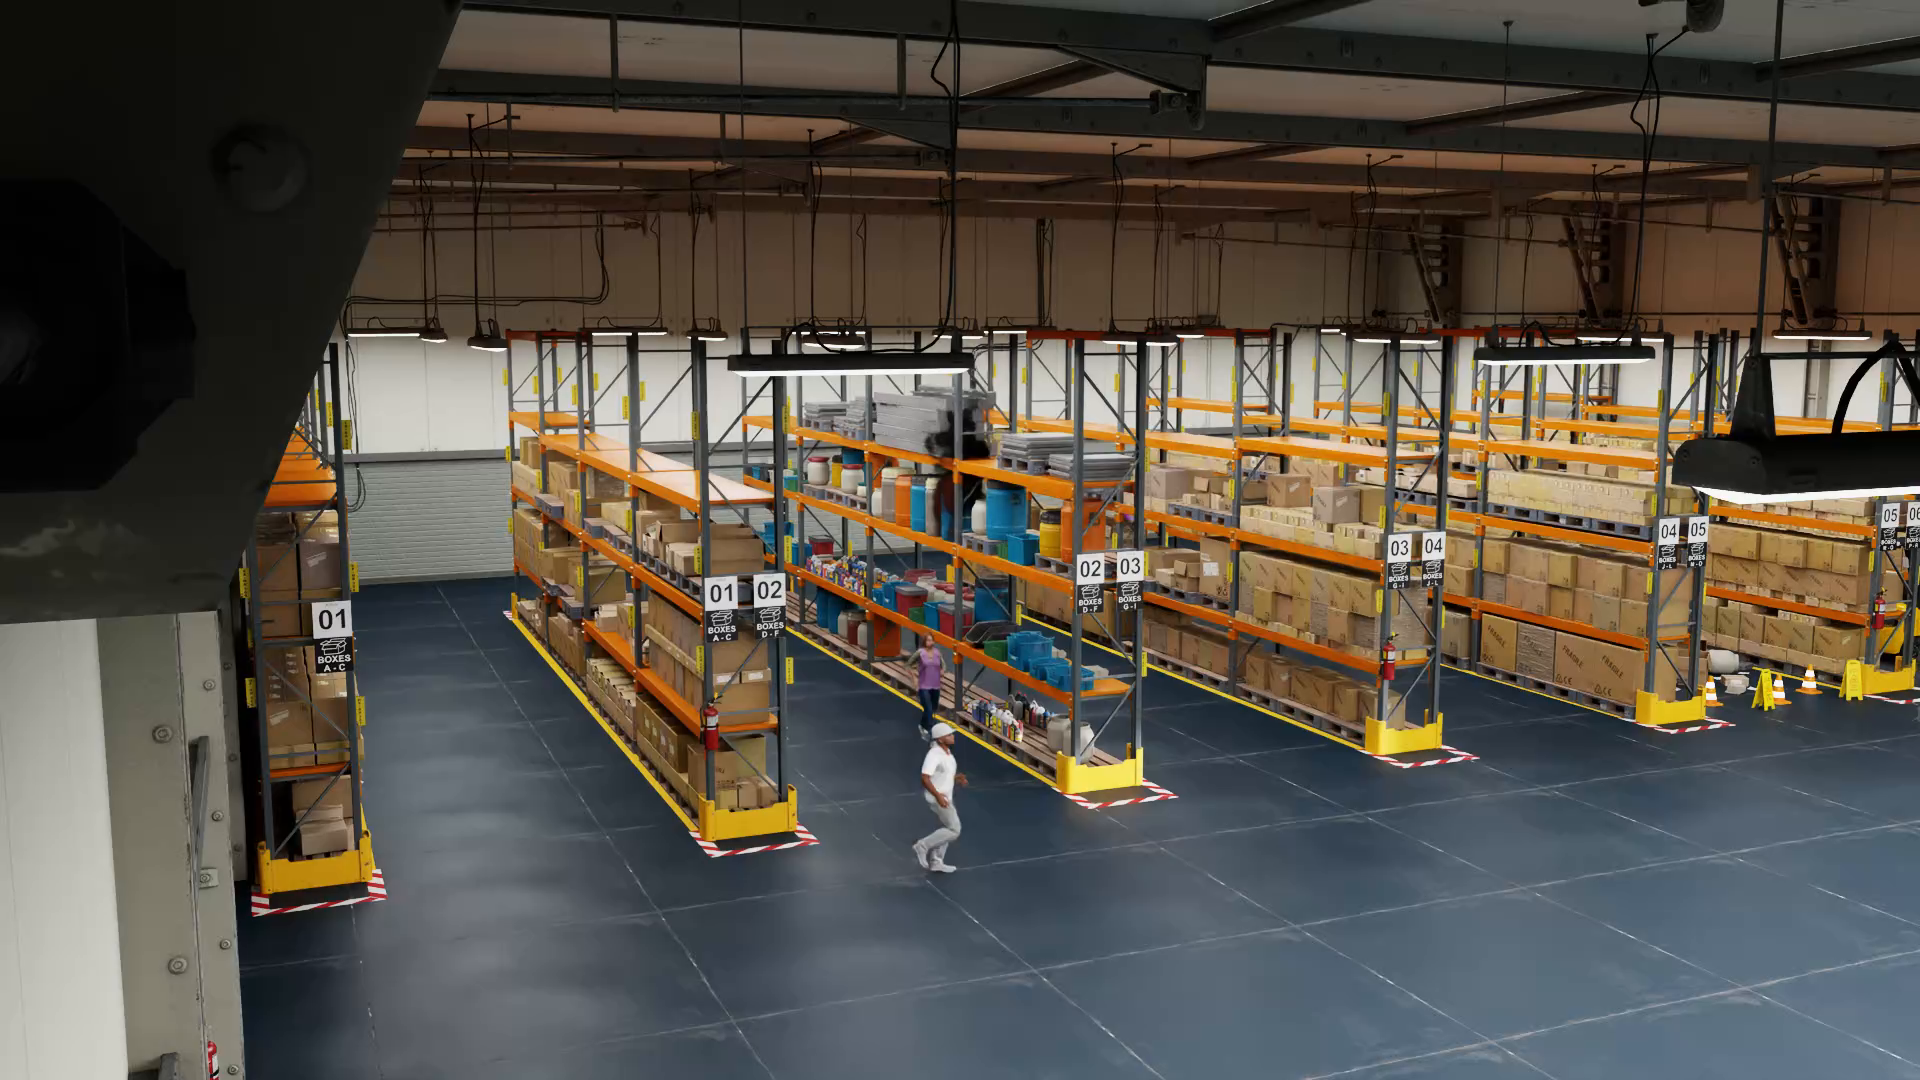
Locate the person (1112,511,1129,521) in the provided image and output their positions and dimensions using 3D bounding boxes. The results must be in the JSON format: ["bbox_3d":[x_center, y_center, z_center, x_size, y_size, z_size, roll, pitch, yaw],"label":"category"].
[{"bbox_3d":[3.861,-0.135,41.422,0.740,1.683,0.887,-4,9,-29],"label":"person"}]

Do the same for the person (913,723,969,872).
[{"bbox_3d":[-0.215,2.920,18.905,0.618,1.731,0.687,1,8,5],"label":"person"}]

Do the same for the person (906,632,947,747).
[{"bbox_3d":[-0.436,2.083,23.283,0.543,1.597,0.812,-4,9,-26],"label":"person"}]
